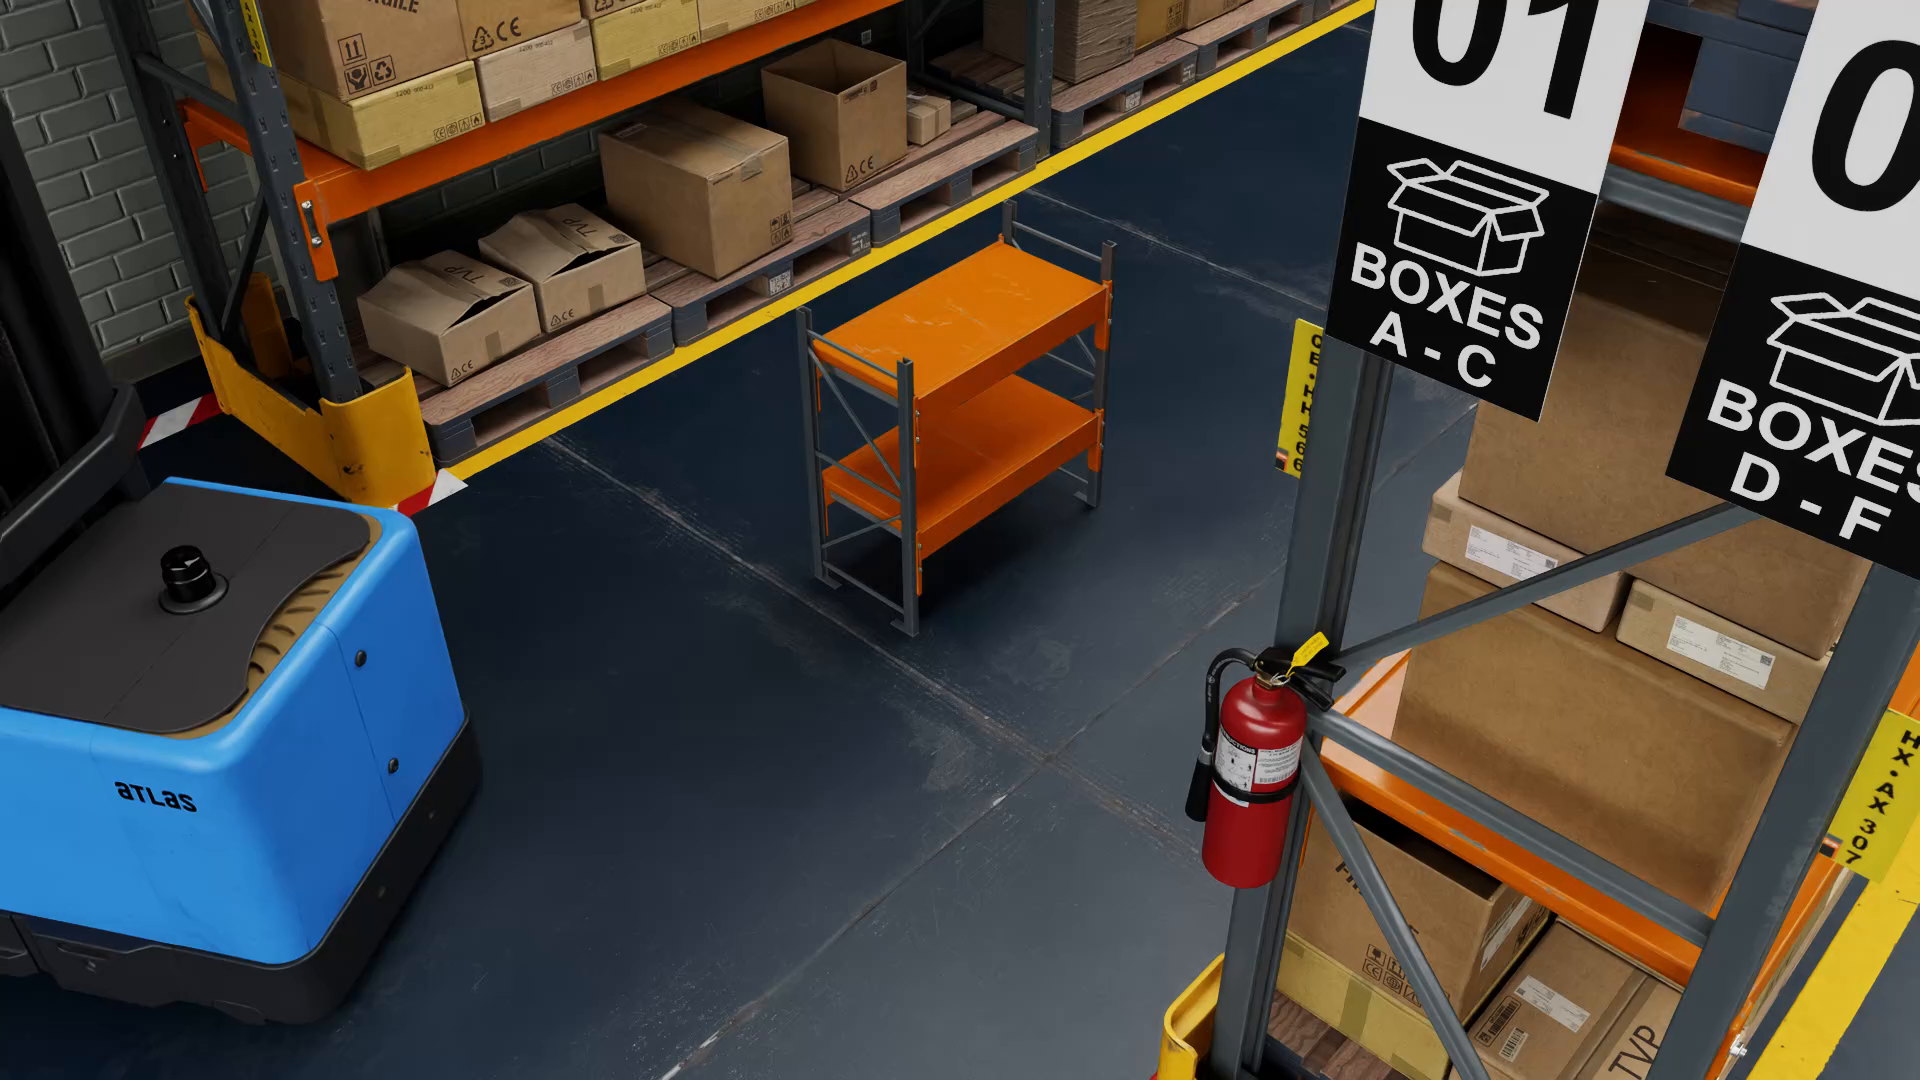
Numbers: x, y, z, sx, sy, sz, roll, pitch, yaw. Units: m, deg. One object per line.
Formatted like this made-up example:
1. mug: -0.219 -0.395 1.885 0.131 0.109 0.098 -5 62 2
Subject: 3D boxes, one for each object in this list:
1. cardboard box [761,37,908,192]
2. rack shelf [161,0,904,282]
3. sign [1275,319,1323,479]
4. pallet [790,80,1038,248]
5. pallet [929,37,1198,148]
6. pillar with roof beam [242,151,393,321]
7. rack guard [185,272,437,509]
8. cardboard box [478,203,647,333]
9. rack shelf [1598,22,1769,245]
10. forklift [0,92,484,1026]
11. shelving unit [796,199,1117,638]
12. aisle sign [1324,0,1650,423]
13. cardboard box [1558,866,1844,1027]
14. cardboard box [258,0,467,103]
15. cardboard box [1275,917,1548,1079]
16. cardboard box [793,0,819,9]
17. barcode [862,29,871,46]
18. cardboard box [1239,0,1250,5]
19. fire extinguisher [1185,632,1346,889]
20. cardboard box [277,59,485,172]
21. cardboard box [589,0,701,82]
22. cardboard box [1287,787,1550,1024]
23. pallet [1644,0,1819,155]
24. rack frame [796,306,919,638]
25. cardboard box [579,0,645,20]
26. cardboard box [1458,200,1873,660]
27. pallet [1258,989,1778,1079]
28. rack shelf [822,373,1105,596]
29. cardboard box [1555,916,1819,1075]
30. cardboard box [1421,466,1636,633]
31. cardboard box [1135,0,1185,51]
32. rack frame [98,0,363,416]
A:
1. cardboard box: -0.605 -2.081 8.112 0.500 0.500 0.500 26 45 29
2. rack shelf: -1.283 -2.181 7.161 1.077 0.370 4.000 30 47 32
3. sign: 0.635 -0.245 3.028 0.100 0.325 0.005 30 47 32
4. pallet: -0.361 -1.966 8.553 1.003 0.211 1.213 30 47 32
5. pallet: 0.590 -2.648 9.411 1.003 0.211 1.213 30 47 32
6. pillar with roof beam: 0.379 -2.769 2.502 9.100 9.000 0.400 30 47 32
7. rack guard: -2.581 -0.600 6.603 1.175 0.500 0.348 30 47 32
8. cardboard box: -1.715 -1.205 7.163 0.500 0.311 0.500 -30 47 -32
9. rack shelf: 2.376 -1.277 3.613 1.077 0.370 4.000 30 47 32
10. forklift: -3.067 -0.301 4.273 3.031 2.935 1.130 8 39 10
11. shelving unit: 0.005 -0.443 5.904 0.538 1.125 1.048 30 47 32
12. aisle sign: 0.765 -0.576 2.476 0.394 0.787 0.004 30 47 32
13. cardboard box: 1.888 0.770 4.141 0.500 0.500 0.500 30 47 32
14. cardboard box: -2.089 -1.879 5.705 0.500 0.500 0.500 30 47 32
15. cardboard box: 1.170 1.076 4.358 0.500 0.250 0.500 30 47 32
16. cardboard box: -0.700 -2.523 7.117 0.500 0.250 0.500 29 47 32
17. barcode: -0.476 -2.553 8.448 0.001 0.075 0.075 30 47 32
18. cardboard box: 1.570 -3.632 10.063 0.700 0.500 0.500 29 47 32
19. fire extinguisher: 0.604 0.424 3.369 0.296 0.674 0.183 30 47 32
20. cardboard box: -2.069 -1.584 5.936 0.500 0.250 0.500 28 46 31
21. cardboard box: -1.381 -2.060 6.535 0.500 0.250 0.500 29 47 31
22. cardboard box: 1.169 0.782 4.126 0.500 0.500 0.500 30 47 32
23. pallet: 1.523 -0.919 2.656 1.003 0.211 1.213 30 47 32
24. rack frame: -0.338 -0.210 5.610 0.500 1.125 0.032 30 47 32
25. cardboard box: -1.395 -2.337 6.281 0.500 0.500 0.500 28 46 31
26. cardboard box: 1.387 -0.246 3.026 0.700 0.500 0.500 30 47 32
27. pallet: 1.511 1.257 4.499 1.003 0.211 1.213 30 47 32
28. rack shelf: 0.005 -0.252 6.056 0.538 0.278 1.000 30 47 32
29. cardboard box: 1.887 1.062 4.376 0.500 0.250 0.500 30 47 32
30. cardboard box: 1.144 -0.014 3.256 0.380 0.149 0.250 29 47 31
31. cardboard box: 0.862 -3.179 9.492 0.700 0.500 0.500 29 47 31
32. rack frame: -2.633 -1.544 5.781 1.000 3.000 0.127 30 47 32
